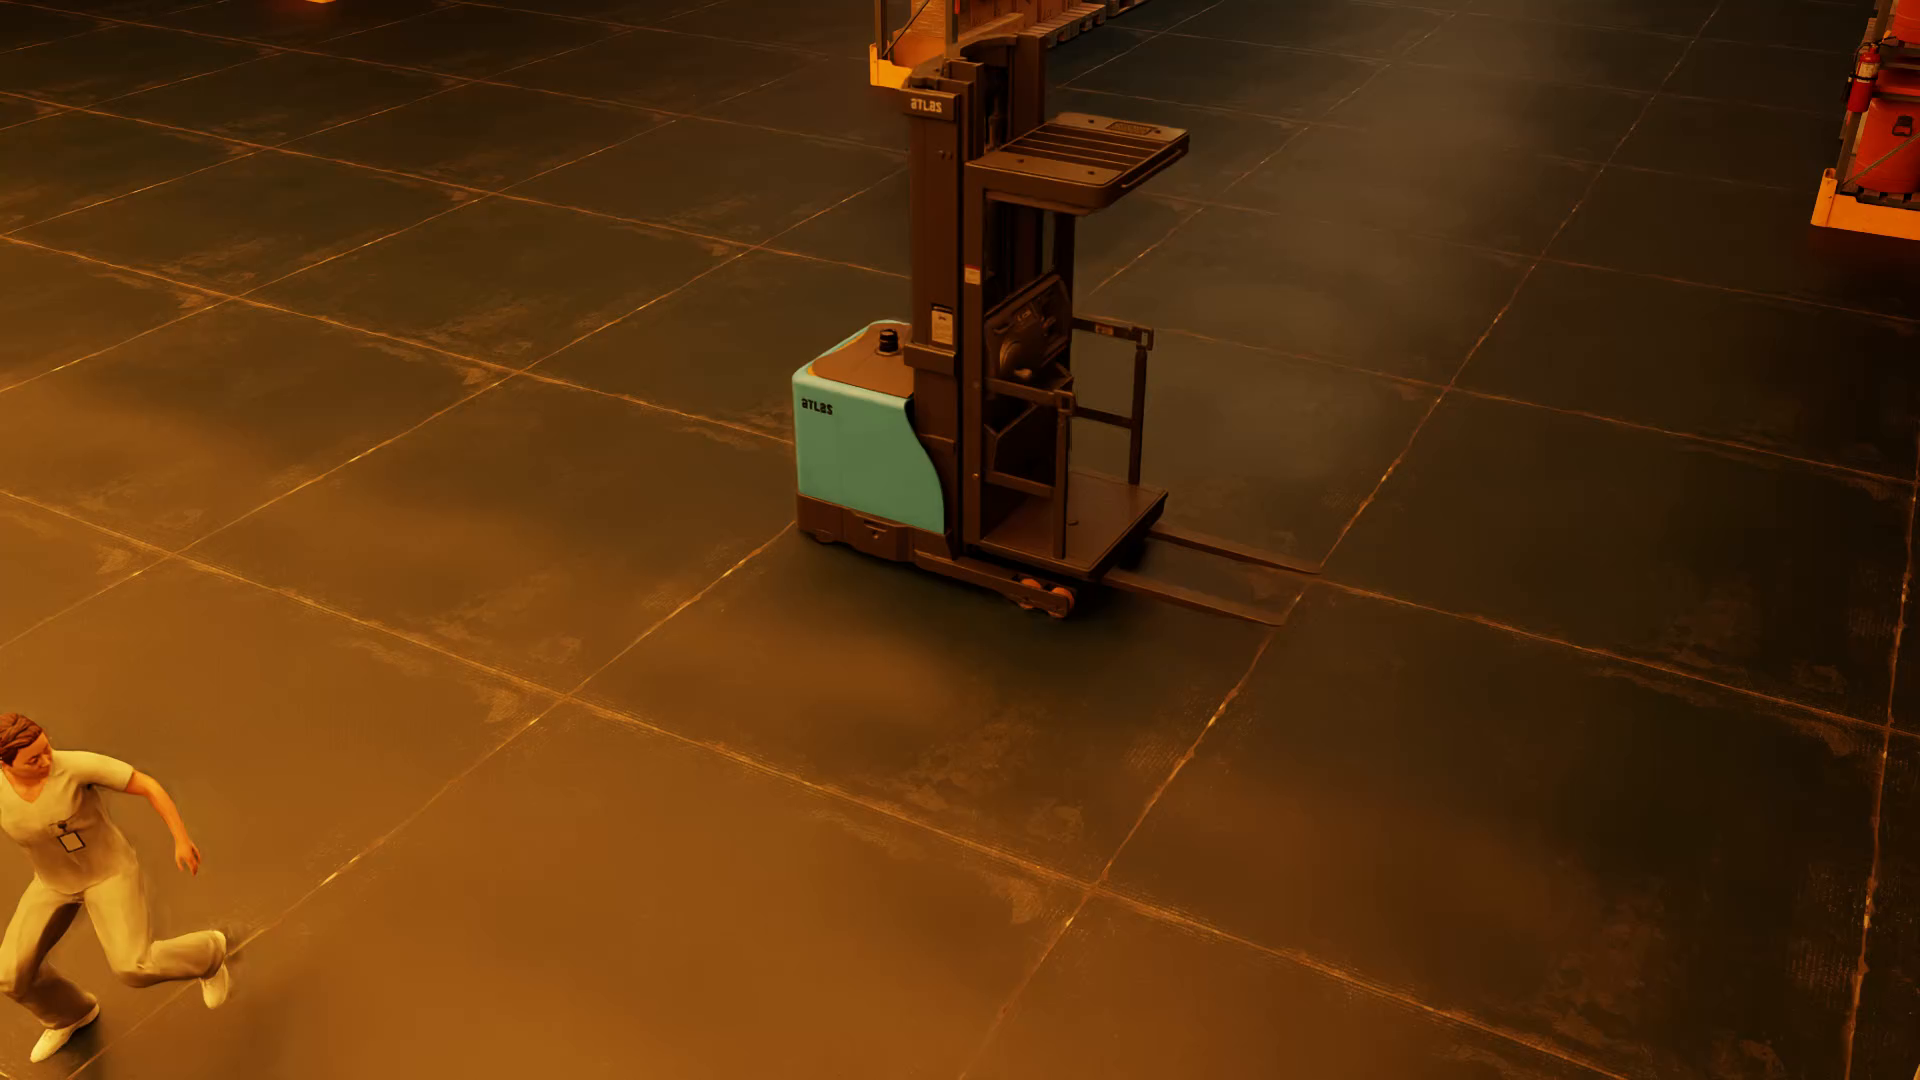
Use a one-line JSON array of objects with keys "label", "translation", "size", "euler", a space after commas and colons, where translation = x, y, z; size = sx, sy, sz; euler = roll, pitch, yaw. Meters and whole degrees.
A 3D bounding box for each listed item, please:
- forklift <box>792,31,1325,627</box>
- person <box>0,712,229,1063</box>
[{"label": "forklift", "translation": [0.554, -1.140, 9.046], "size": [3.031, 2.935, 1.130], "euler": [16, 34, 25]}, {"label": "person", "translation": [-3.348, 1.289, 6.262], "size": [0.921, 1.552, 0.500], "euler": [0, 30, -1]}]
